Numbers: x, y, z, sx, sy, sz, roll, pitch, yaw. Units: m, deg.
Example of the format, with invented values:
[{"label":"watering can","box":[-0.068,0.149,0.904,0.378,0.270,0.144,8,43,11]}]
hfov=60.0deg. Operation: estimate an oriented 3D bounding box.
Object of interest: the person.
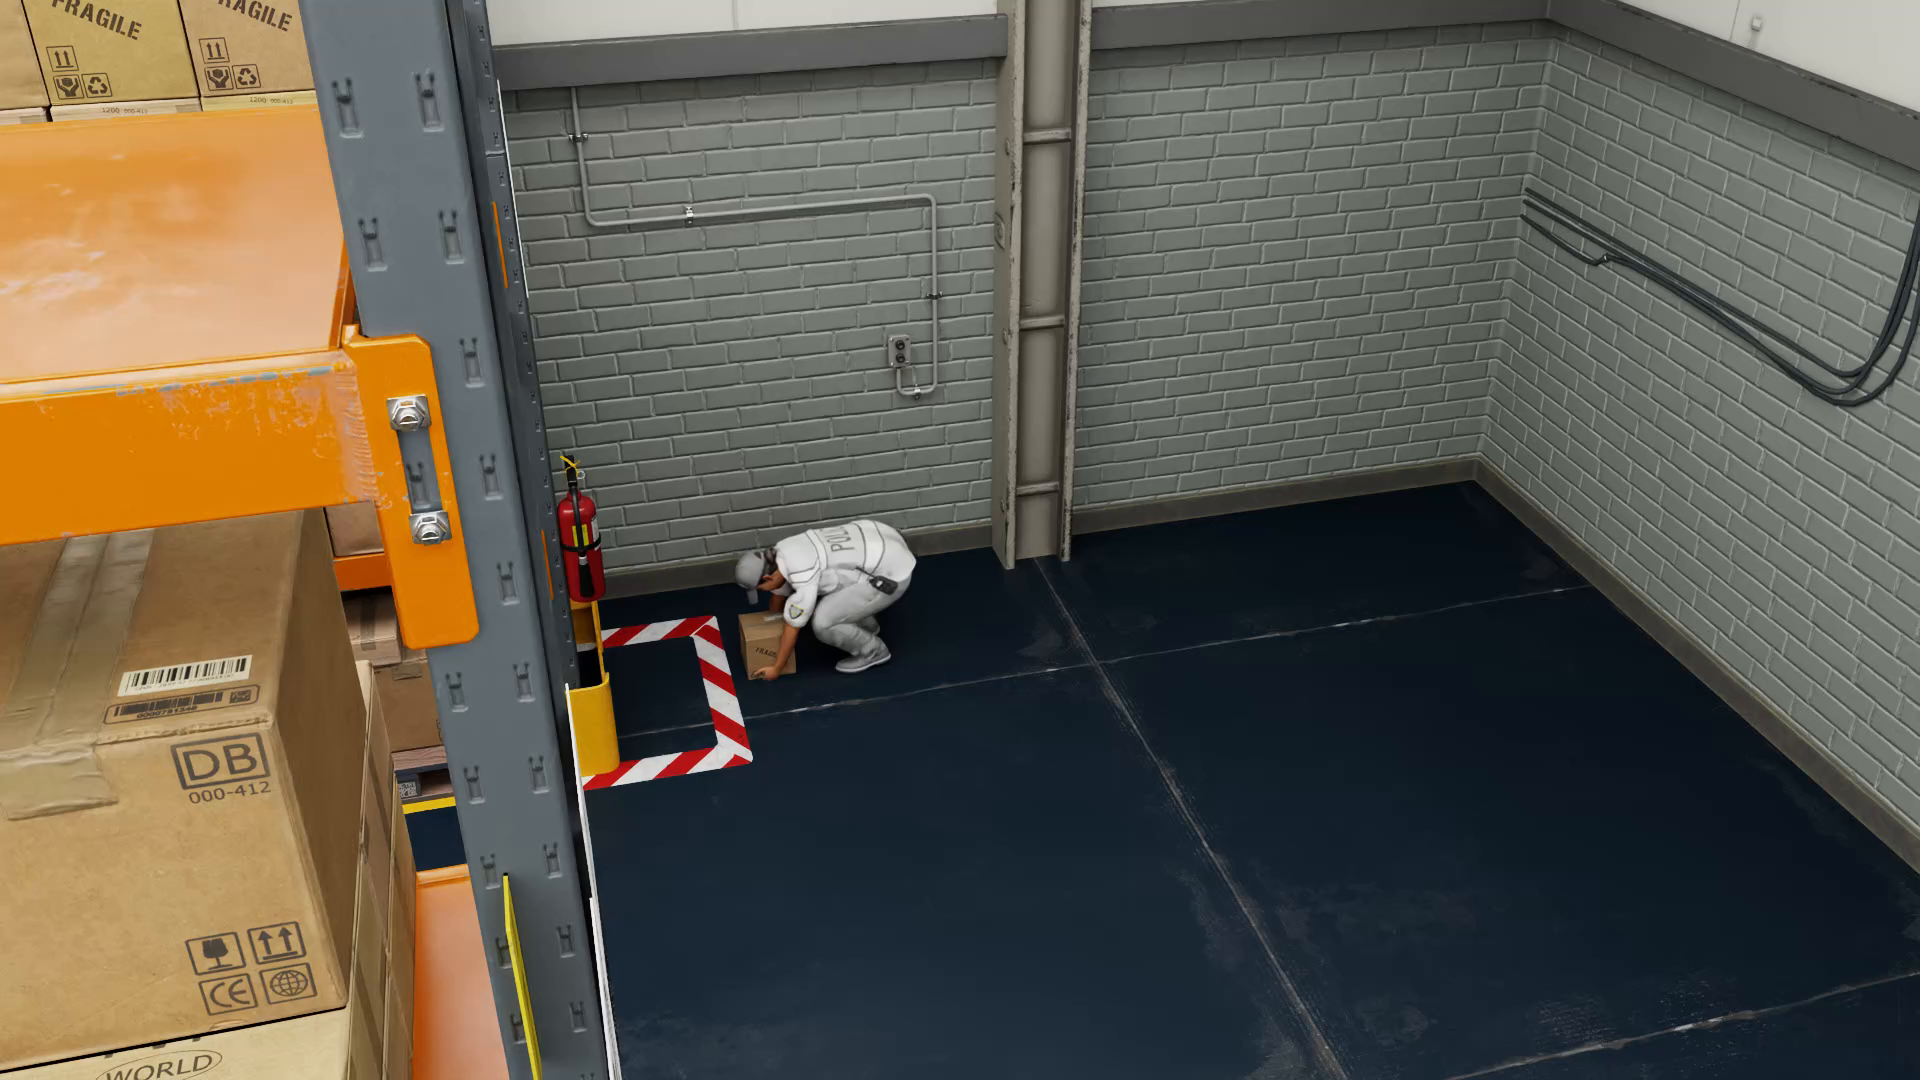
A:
[{"label":"person","box":[-0.695,0.302,8.647,0.935,0.754,0.508,-9,32,-14]}]
